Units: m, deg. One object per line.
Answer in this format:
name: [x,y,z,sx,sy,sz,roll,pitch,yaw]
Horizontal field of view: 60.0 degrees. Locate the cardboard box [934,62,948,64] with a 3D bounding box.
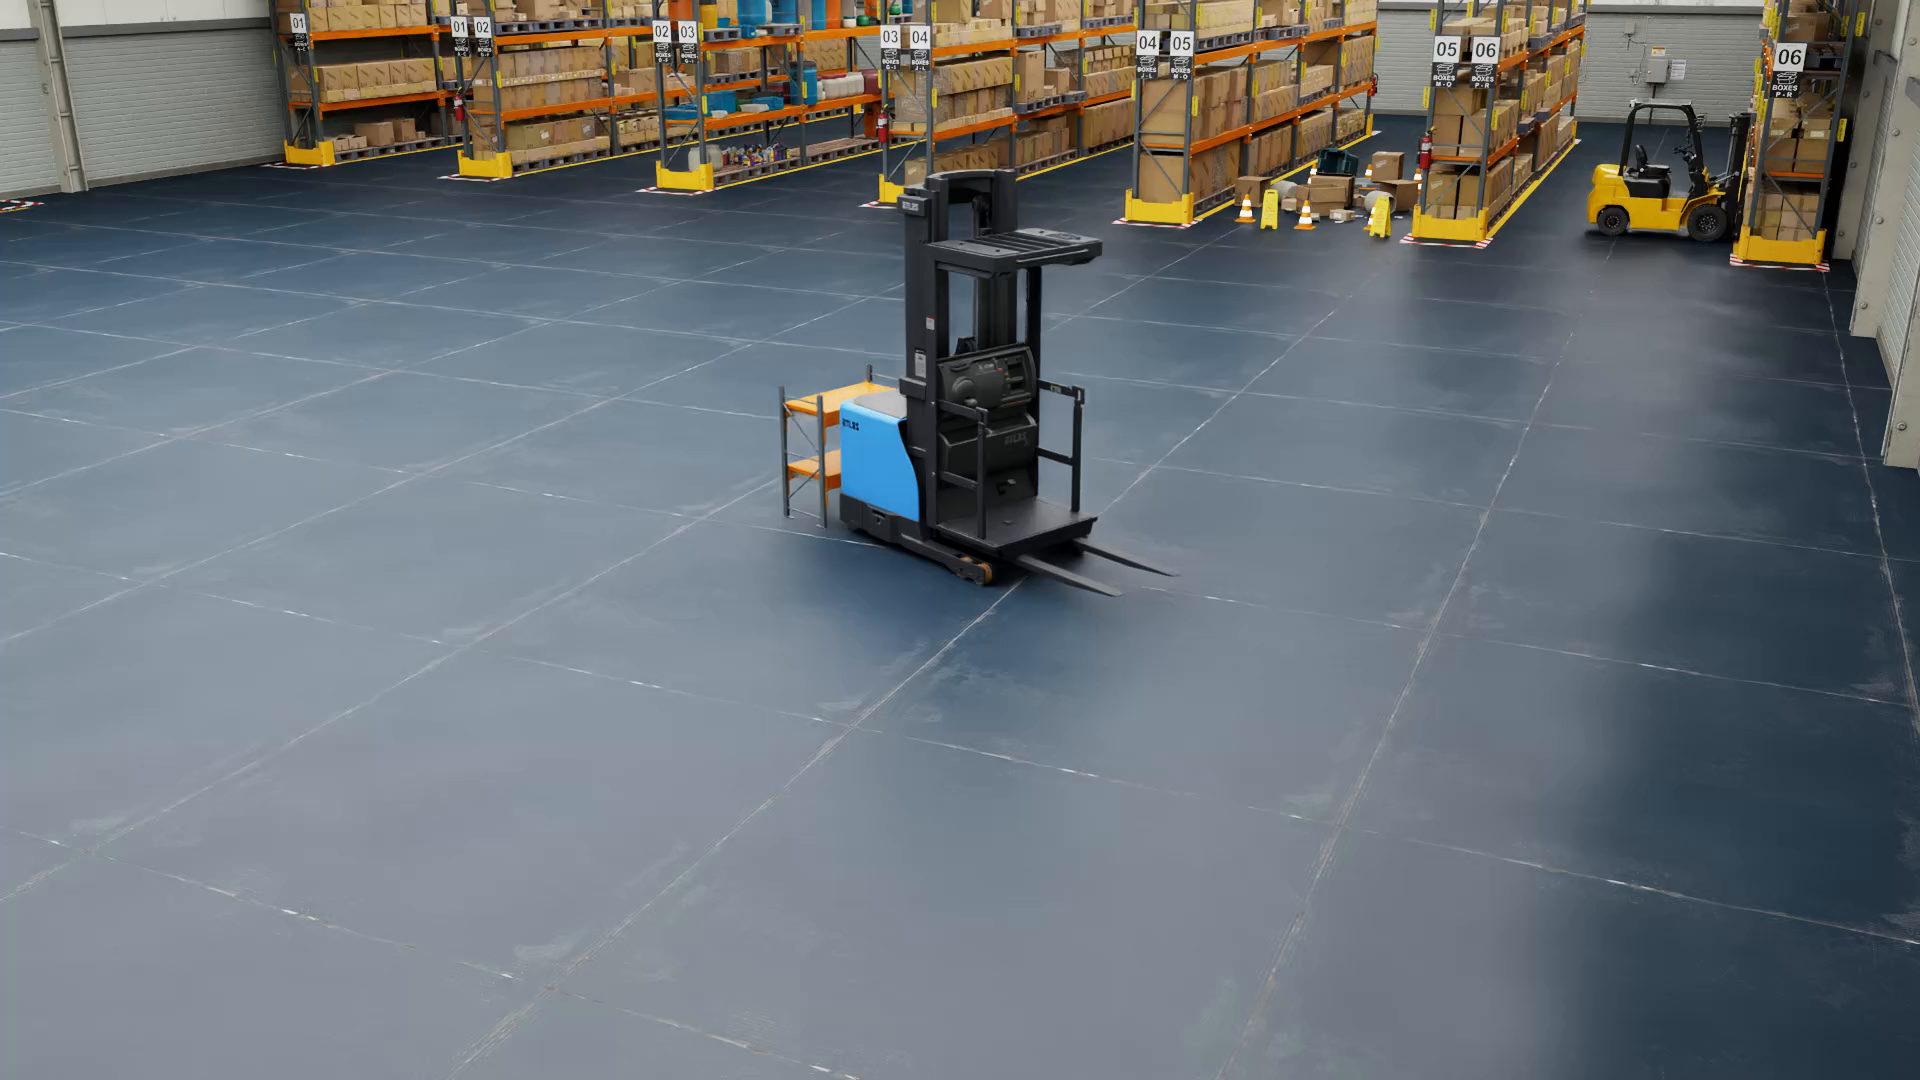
cardboard box: [-0.565,-8.934,32.028,0.500,0.500,0.500,9,21,23]

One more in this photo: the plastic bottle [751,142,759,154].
plastic bottle: [-4.430,-8.419,35.963,0.144,0.351,0.185,9,21,23]

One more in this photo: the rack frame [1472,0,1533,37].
rack frame: [9.707,-10.457,29.443,1.000,3.000,0.127,9,21,23]

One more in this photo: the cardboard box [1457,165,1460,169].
cardboard box: [8.354,-6.447,28.511,0.380,0.149,0.250,9,21,24]

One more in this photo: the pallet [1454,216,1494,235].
pallet: [8.465,-5.361,28.227,1.003,0.211,1.213,9,21,23]

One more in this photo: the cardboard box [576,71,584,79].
cardboard box: [-8.600,-10.355,36.991,0.380,0.149,0.250,9,21,23]

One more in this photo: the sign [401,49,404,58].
sign: [-13.398,-11.650,40.022,0.100,0.325,0.005,9,21,23]

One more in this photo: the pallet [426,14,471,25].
pallet: [-12.541,-12.528,40.023,1.213,0.211,1.003,9,21,23]

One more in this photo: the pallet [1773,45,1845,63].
pallet: [13.411,-7.686,26.260,1.003,0.211,1.213,9,21,23]

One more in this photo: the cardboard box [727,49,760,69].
cardboard box: [-5.716,-12.708,43.950,0.700,0.500,0.500,12,23,31]

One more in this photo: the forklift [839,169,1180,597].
forklift: [0.357,-1.229,12.551,1.130,2.935,3.031,-16,25,-38]

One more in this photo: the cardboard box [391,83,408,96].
cardboard box: [-13.212,-10.475,38.639,0.500,0.250,0.500,8,21,22]

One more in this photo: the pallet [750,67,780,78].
pallet: [-5.521,-12.476,44.361,1.003,0.211,1.213,9,21,23]

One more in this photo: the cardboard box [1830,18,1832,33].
cardboard box: [15.812,-9.504,30.688,0.500,0.250,0.500,9,21,23]

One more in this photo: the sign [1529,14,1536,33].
sign: [10.206,-9.215,29.656,0.100,0.325,0.005,9,21,23]

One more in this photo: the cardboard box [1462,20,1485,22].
cardboard box: [8.797,-8.844,28.568,0.380,0.149,0.250,8,21,22]

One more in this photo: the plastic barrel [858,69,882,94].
plastic barrel: [-2.128,-10.773,39.082,0.600,0.536,0.708,9,21,23]

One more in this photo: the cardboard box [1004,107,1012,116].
cardboard box: [0.846,-8.766,34.015,0.380,0.149,0.250,9,21,23]

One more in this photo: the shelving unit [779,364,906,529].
shelving unit: [-0.955,-0.809,14.063,0.538,1.125,1.048,17,25,39]

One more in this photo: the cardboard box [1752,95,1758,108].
cardboard box: [16.012,-8.667,32.961,0.500,0.250,0.500,8,21,20]

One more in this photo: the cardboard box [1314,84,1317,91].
cardboard box: [7.804,-10.175,37.351,0.380,0.149,0.250,8,21,21]

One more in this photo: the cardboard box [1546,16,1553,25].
cardboard box: [12.346,-10.978,35.108,0.380,0.166,0.250,11,22,27]

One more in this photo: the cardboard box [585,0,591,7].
cardboard box: [-10.244,-14.709,45.071,0.700,0.500,0.500,8,21,22]

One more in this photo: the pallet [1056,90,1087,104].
pallet: [2.110,-9.890,37.088,1.213,0.211,1.003,9,21,23]

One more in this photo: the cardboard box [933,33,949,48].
cardboard box: [-0.539,-9.222,30.670,0.500,0.250,0.500,9,22,24]

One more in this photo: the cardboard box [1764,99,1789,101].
cardboard box: [13.836,-7.387,28.201,0.380,0.149,0.250,9,21,24]

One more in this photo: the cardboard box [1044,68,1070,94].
cardboard box: [1.982,-10.103,36.625,0.700,0.500,0.500,12,23,31]

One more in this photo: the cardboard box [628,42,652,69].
cardboard box: [-9.378,-13.780,47.291,0.980,0.700,0.700,9,21,24]

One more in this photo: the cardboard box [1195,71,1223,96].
cardboard box: [4.292,-8.257,30.374,0.875,0.550,0.500,9,21,23]

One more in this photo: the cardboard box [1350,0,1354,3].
cardboard box: [9.107,-12.782,39.341,0.380,0.149,0.250,8,21,21]

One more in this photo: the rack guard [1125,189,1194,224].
rack guard: [3.502,-5.871,29.231,1.175,0.500,0.348,9,21,23]

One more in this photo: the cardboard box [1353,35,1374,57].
cardboard box: [10.103,-12.431,41.862,0.500,0.500,0.500,8,21,22]

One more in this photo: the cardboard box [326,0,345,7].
cardboard box: [-13.898,-11.978,36.525,0.500,0.500,0.500,8,21,22]

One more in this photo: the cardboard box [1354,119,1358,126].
cardboard box: [9.697,-10.422,41.482,0.380,0.149,0.250,9,21,24]

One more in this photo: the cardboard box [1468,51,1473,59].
cardboard box: [8.337,-8.075,27.598,0.380,0.149,0.250,9,21,23]

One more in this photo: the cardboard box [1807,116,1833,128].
cardboard box: [13.098,-6.367,25.333,0.380,0.149,0.250,9,22,25]

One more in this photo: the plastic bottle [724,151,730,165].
plastic bottle: [-4.913,-8.055,35.039,0.061,0.283,0.133,9,21,23]

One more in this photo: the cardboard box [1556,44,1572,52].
cardboard box: [13.799,-11.270,38.072,0.380,0.149,0.250,8,21,21]

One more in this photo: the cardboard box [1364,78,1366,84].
cardboard box: [10.052,-11.619,42.039,0.380,0.149,0.250,9,21,23]

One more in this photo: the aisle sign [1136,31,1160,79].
aisle sign: [3.209,-8.300,28.452,0.394,0.787,0.004,9,21,23]

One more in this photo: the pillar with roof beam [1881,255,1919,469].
pillar with roof beam: [4.865,-5.566,15.689,9.100,9.000,0.400,9,21,23]

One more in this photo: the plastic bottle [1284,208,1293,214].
plastic bottle: [5.961,-5.977,30.183,0.133,0.061,0.283,1,20,4]

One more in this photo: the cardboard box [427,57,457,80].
cardboard box: [-12.651,-11.434,40.339,0.700,0.500,0.500,9,21,23]

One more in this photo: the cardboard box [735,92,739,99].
cardboard box: [-6.129,-11.605,43.580,0.500,0.250,0.500,8,21,22]

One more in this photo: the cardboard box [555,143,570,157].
cardboard box: [-8.969,-8.622,36.713,0.500,0.250,0.500,9,21,23]

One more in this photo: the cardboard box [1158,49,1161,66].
cardboard box: [4.789,-12.279,42.180,0.500,0.500,0.500,8,21,21]

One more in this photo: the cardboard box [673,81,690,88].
cardboard box: [-6.848,-11.142,40.697,0.380,0.149,0.250,9,21,23]

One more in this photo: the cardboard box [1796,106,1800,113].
cardboard box: [14.577,-7.381,28.630,0.380,0.149,0.250,8,21,21]

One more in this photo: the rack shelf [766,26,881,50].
rack shelf: [-3.033,-11.356,37.520,1.077,0.370,4.000,9,21,23]

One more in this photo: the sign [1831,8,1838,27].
sign: [16.378,-9.789,31.151,0.100,0.325,0.005,9,21,23]

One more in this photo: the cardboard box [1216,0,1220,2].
cardboard box: [4.691,-10.130,31.408,0.380,0.149,0.250,9,21,23]

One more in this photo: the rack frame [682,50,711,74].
rack frame: [-7.977,-14.698,50.320,1.000,3.000,0.127,9,21,23]

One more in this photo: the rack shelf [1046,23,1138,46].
rack shelf: [3.123,-11.899,39.047,1.077,0.370,4.000,9,21,23]

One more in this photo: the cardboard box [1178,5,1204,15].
cardboard box: [3.939,-9.030,28.315,0.380,0.149,0.250,9,21,23]
